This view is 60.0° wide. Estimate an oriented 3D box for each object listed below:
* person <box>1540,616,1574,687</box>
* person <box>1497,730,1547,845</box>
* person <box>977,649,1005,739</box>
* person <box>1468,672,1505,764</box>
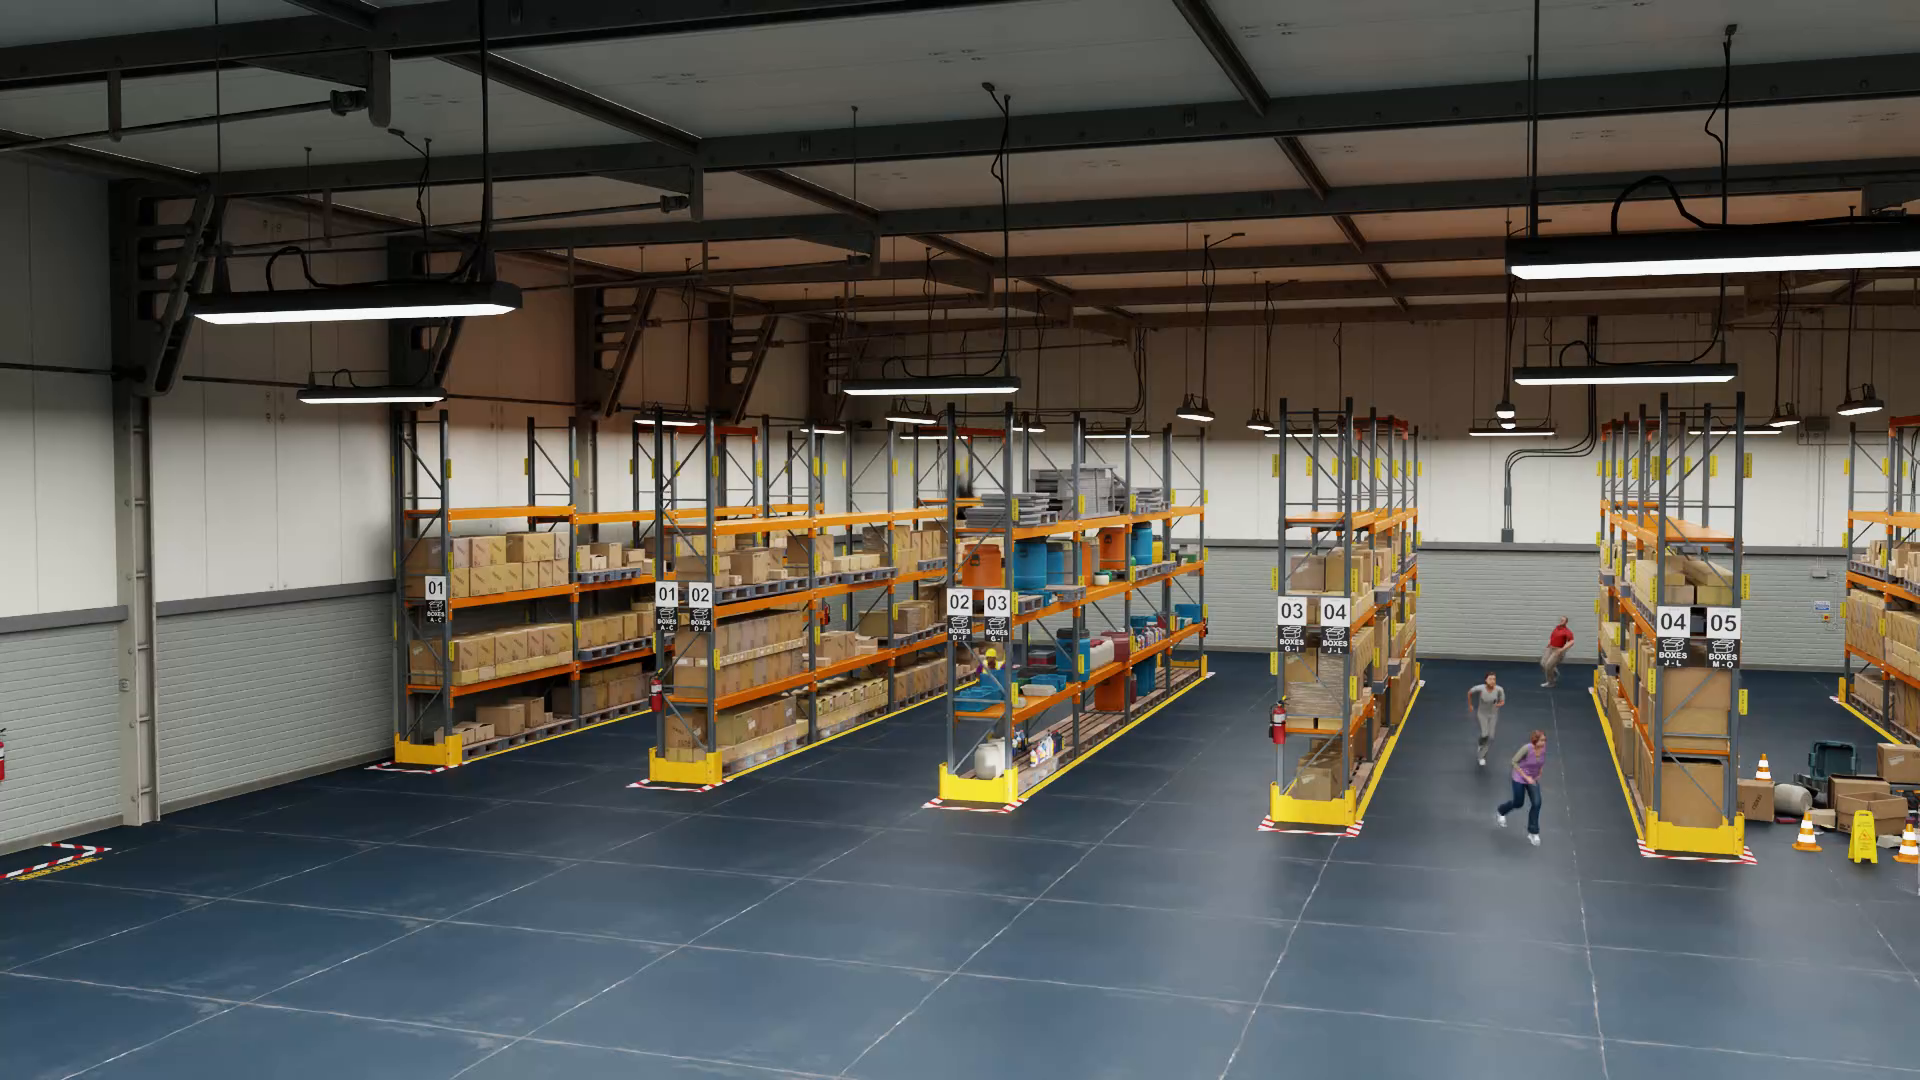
[{"bbox_3d":[13.597,2.554,37.935,0.541,1.641,0.738,-1,3,-12],"label":"person"},{"bbox_3d":[7.603,3.291,22.521,0.570,1.547,0.914,-1,3,-23],"label":"person"},{"bbox_3d":[0.627,2.850,30.950,0.684,1.690,0.800,1,3,12],"label":"person"},{"bbox_3d":[8.891,3.006,28.045,0.552,1.594,0.693,0,2,1],"label":"person"}]
